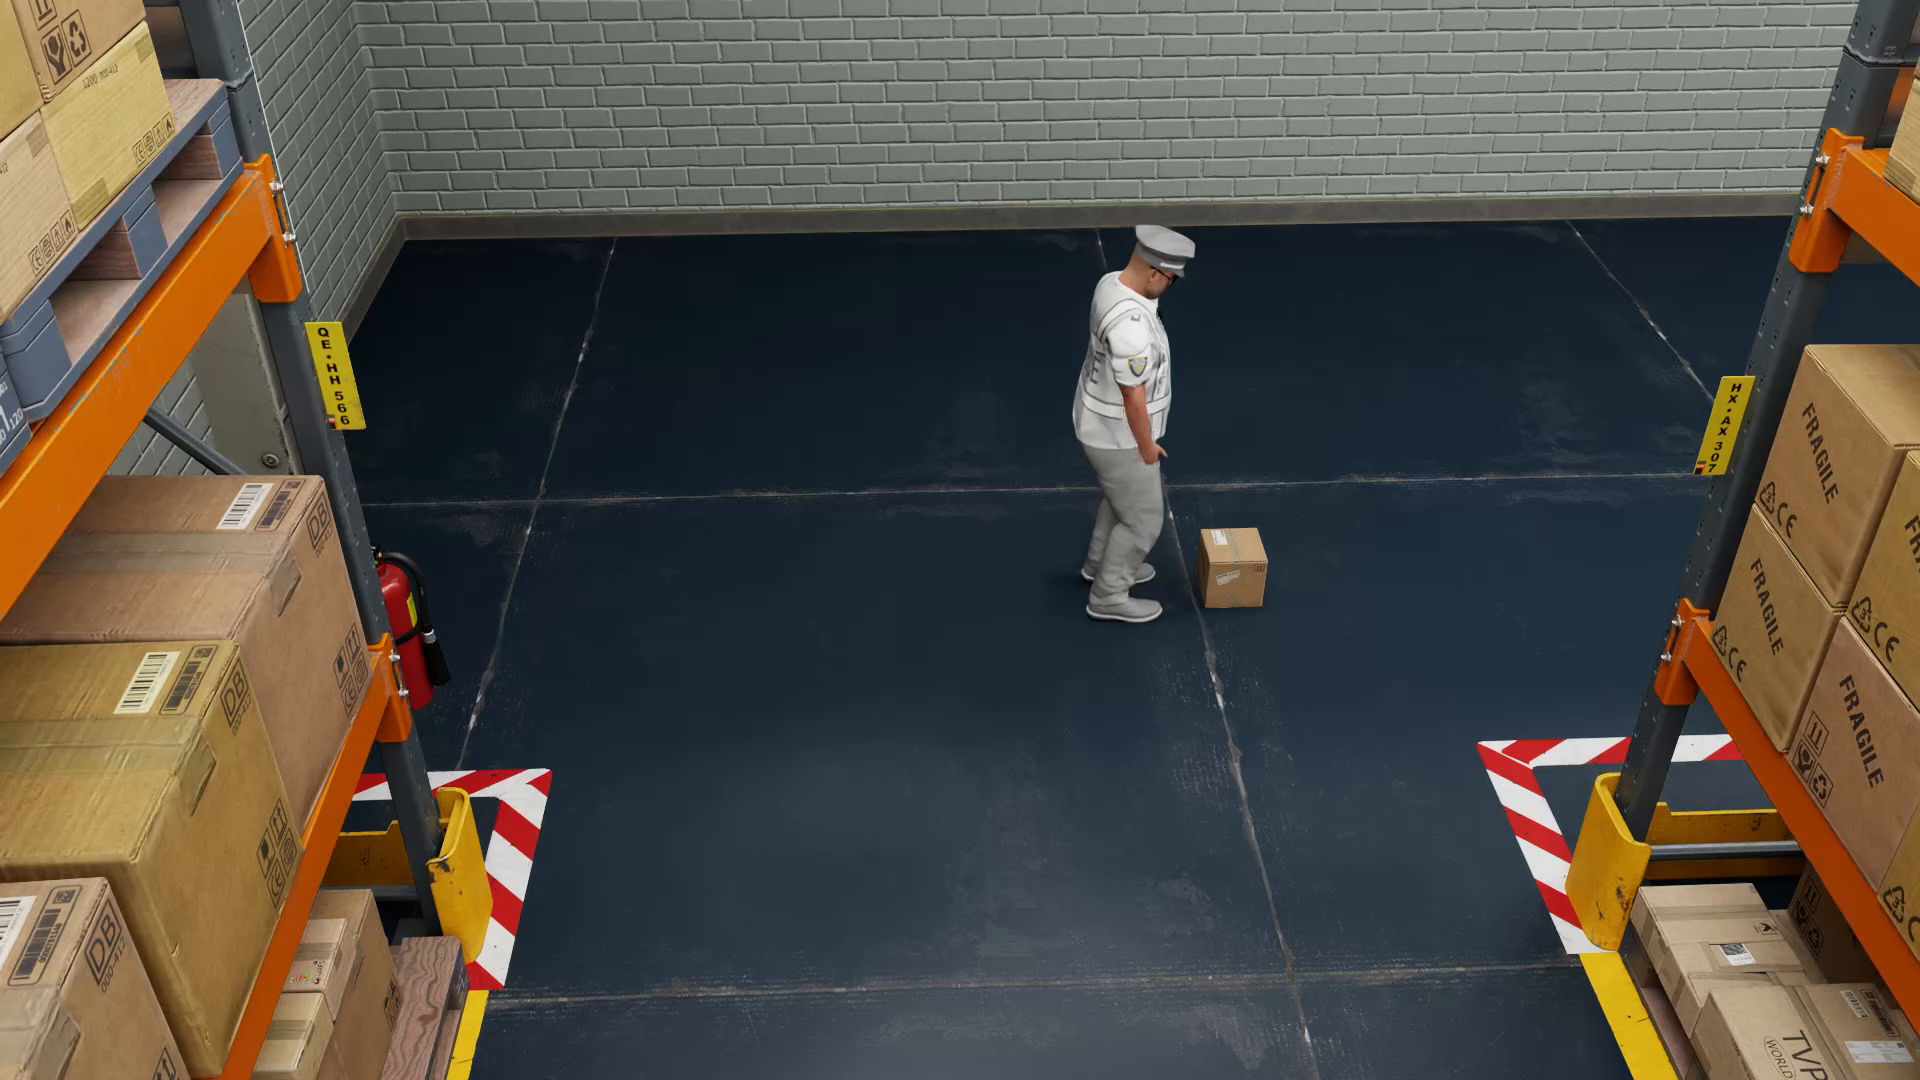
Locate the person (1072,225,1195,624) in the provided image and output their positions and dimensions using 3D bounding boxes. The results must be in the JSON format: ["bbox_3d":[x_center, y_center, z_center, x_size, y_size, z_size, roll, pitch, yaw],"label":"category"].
[{"bbox_3d":[0.685,-0.473,6.851,0.440,1.722,0.547,-1,35,-1],"label":"person"}]
